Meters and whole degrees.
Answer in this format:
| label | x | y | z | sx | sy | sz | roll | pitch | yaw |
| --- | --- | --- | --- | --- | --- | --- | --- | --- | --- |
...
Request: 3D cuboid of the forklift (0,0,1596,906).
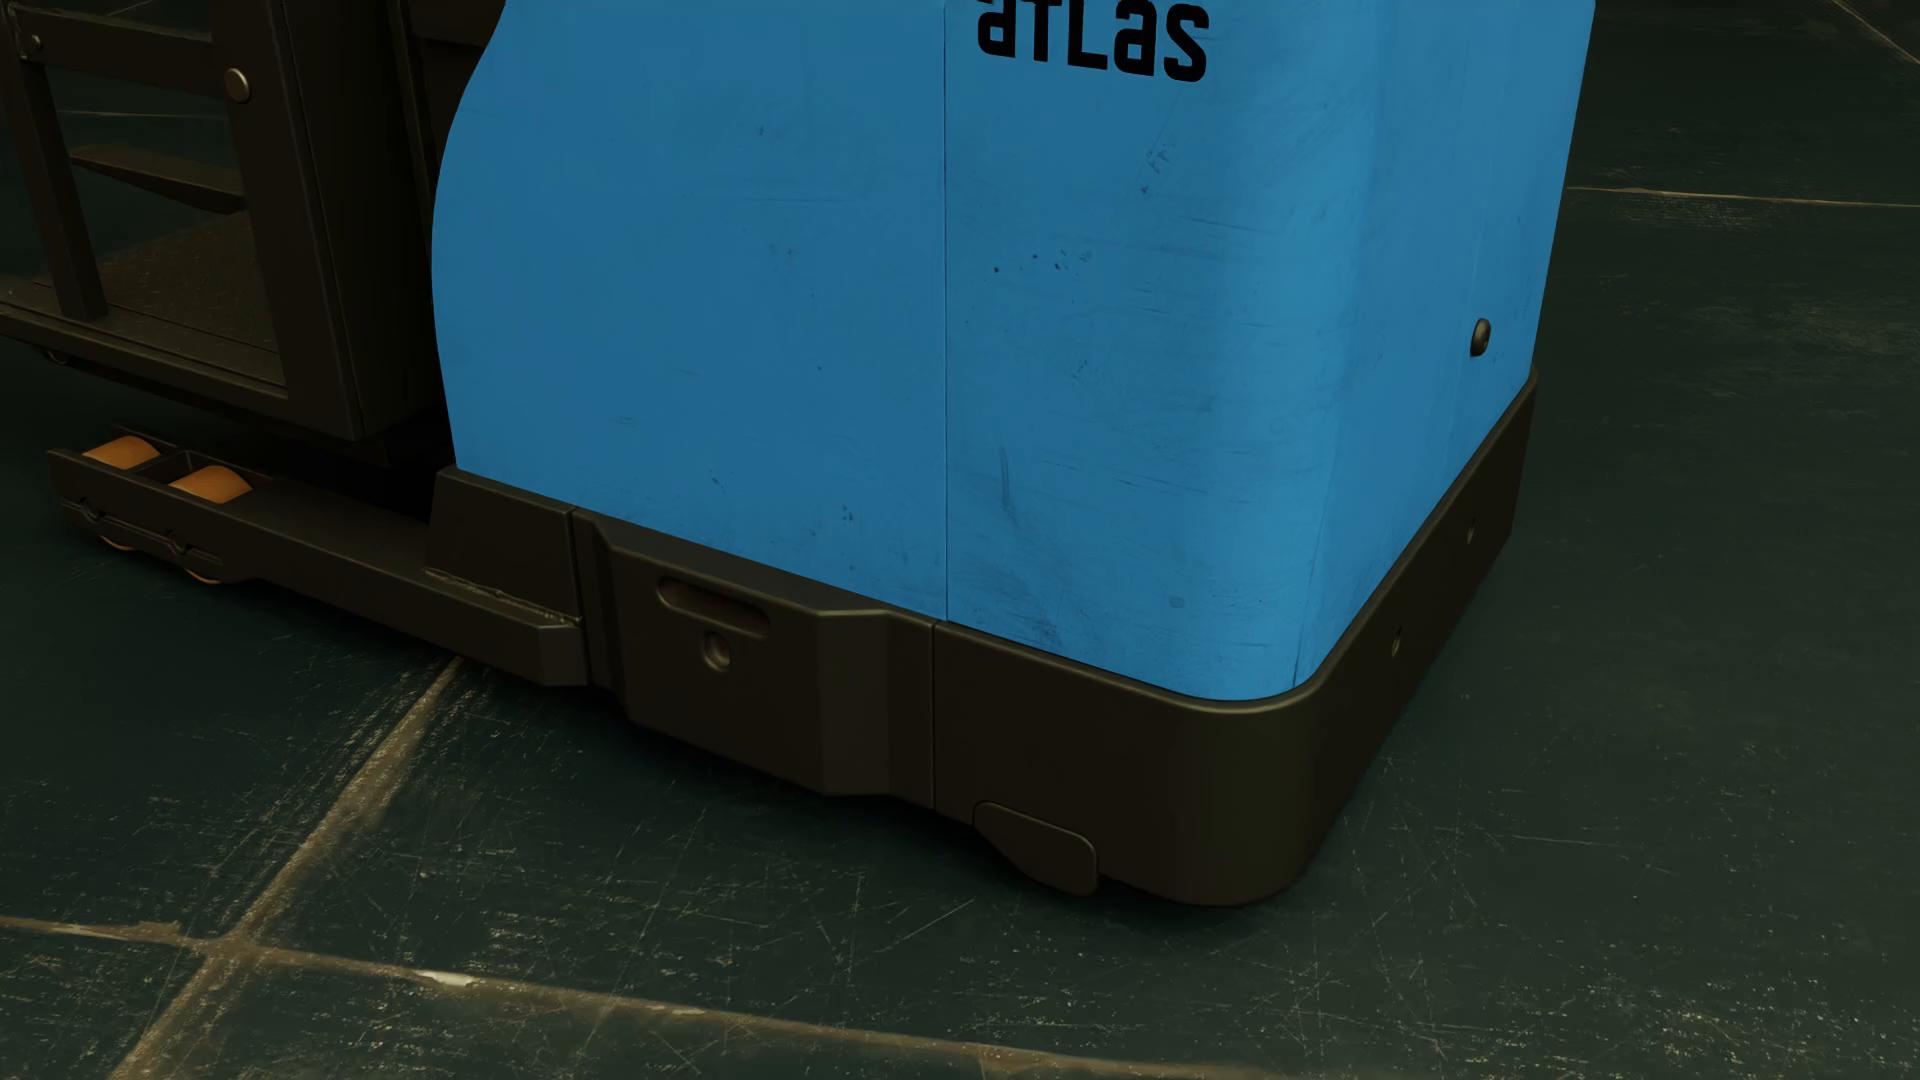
| label | x | y | z | sx | sy | sz | roll | pitch | yaw |
| --- | --- | --- | --- | --- | --- | --- | --- | --- | --- |
| forklift | -0.740 | -1.421 | 2.040 | 3.031 | 2.935 | 1.130 | 16 | 33 | 26 |
